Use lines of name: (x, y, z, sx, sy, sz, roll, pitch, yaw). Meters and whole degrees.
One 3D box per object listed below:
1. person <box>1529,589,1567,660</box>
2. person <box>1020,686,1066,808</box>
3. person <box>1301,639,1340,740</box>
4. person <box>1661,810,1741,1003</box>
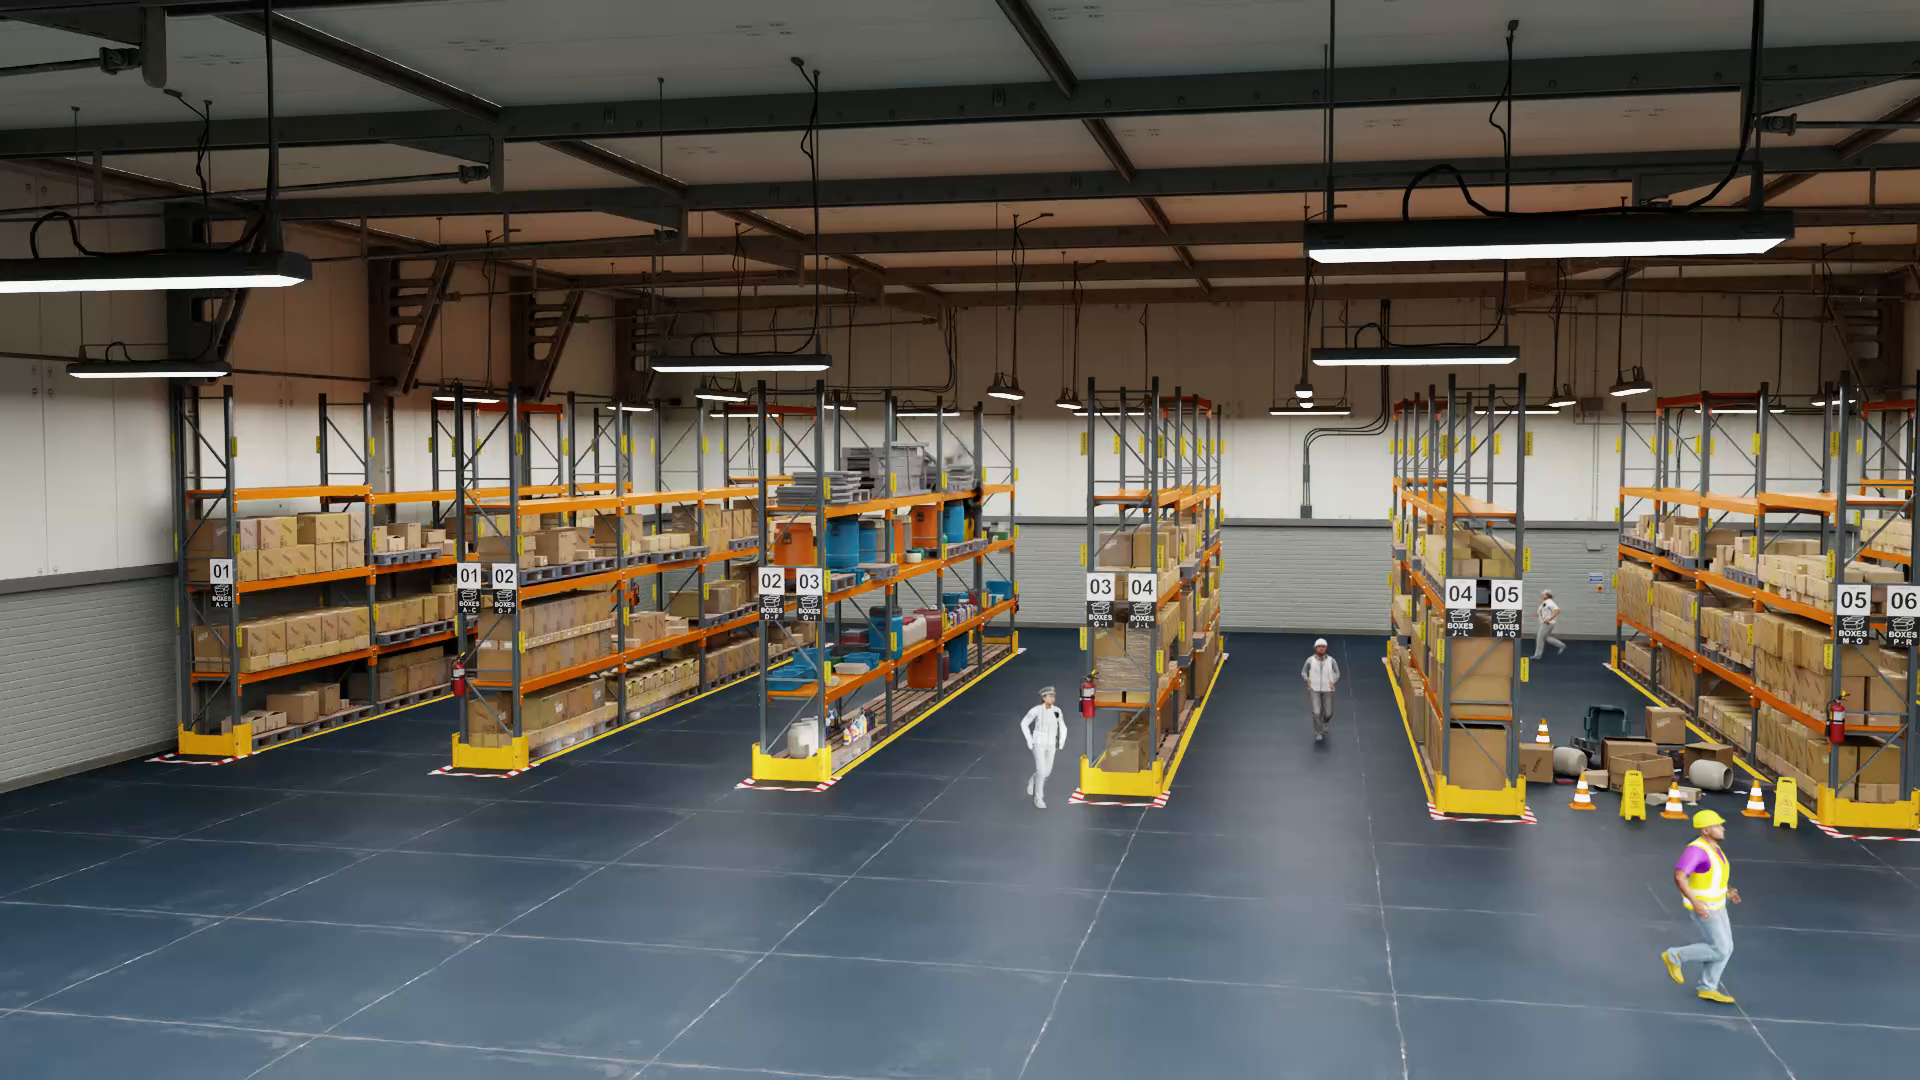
person: (13.857, 1.995, 39.150, 0.873, 1.645, 0.621, 1, 3, 10)
person: (1.179, 2.881, 23.376, 0.665, 1.665, 0.640, -1, 3, -20)
person: (6.159, 2.549, 28.422, 0.657, 1.721, 0.612, 1, 3, 9)
person: (6.728, 3.306, 15.094, 0.603, 1.728, 0.722, 3, 4, 40)
